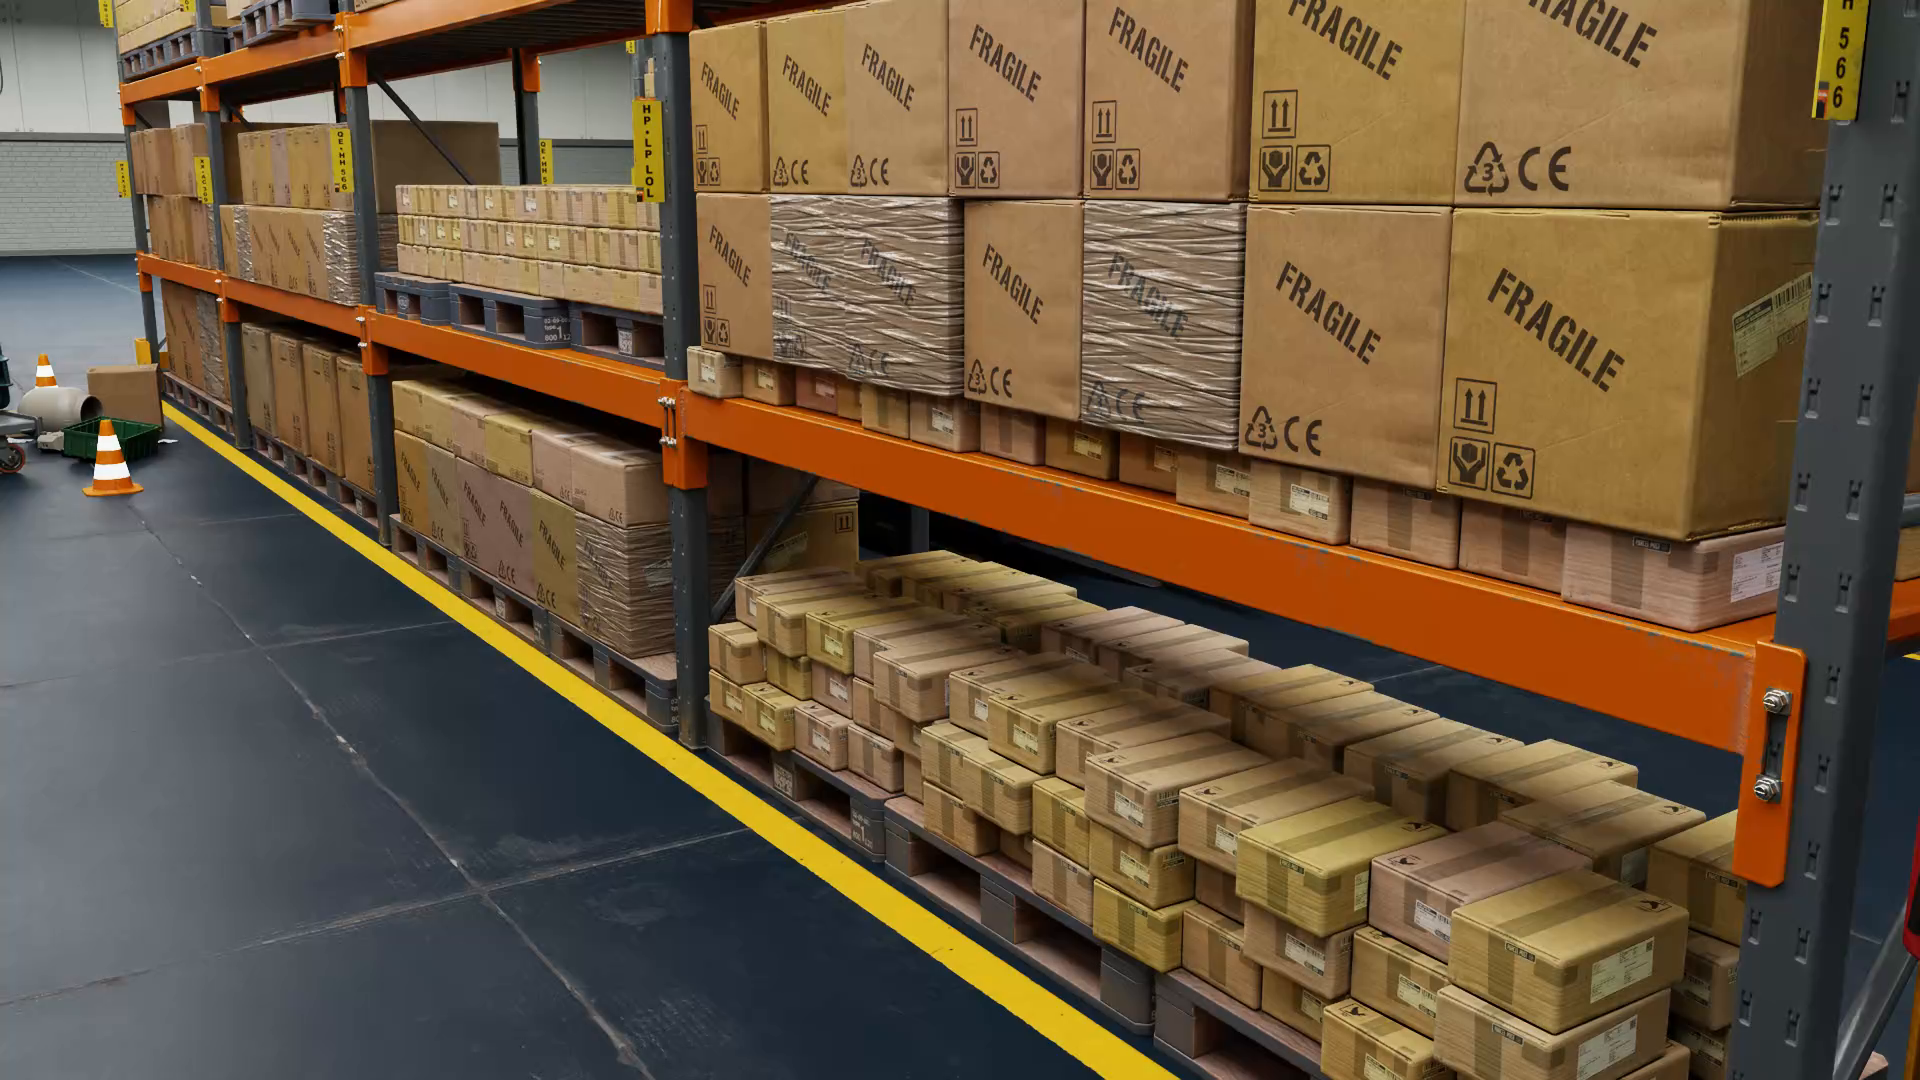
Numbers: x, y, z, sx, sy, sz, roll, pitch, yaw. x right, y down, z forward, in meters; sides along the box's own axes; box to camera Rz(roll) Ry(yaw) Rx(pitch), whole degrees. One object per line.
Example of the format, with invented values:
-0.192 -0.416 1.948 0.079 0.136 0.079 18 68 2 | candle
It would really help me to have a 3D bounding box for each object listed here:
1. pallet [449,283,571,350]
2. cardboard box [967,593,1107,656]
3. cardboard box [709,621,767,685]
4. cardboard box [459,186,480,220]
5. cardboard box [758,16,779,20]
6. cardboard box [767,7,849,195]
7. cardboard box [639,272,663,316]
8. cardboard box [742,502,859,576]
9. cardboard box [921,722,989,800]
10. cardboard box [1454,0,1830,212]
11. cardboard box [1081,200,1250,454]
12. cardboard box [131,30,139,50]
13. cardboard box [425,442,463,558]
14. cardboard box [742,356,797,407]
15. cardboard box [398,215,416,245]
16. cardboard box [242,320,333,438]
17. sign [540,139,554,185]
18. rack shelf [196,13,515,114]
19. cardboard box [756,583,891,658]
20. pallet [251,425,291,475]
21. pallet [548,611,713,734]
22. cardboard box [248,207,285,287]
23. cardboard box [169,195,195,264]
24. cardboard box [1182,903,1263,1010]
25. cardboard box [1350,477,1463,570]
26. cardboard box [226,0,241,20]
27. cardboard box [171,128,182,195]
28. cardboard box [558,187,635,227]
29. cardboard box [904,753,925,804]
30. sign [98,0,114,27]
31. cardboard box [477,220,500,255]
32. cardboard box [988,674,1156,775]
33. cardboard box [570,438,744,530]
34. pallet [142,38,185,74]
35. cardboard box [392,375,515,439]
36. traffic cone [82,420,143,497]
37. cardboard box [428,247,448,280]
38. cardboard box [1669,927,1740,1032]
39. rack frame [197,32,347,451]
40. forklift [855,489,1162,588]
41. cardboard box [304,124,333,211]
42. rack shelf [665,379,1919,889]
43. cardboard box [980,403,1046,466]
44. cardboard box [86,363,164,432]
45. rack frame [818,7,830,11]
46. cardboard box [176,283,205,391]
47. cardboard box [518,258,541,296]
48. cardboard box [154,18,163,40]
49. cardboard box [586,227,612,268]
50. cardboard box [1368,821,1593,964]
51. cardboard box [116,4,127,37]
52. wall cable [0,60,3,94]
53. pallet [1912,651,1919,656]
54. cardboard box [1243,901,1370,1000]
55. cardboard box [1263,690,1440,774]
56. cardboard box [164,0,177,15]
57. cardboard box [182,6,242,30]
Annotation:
-1.651 -1.049 7.587 1.003 0.211 1.213 -8 15 -33 | pallet
0.246 0.290 5.311 0.380 0.149 0.250 -8 14 -31 | cardboard box
-0.631 0.366 5.661 0.380 0.149 0.250 -7 14 -30 | cardboard box
-2.106 -1.571 7.738 0.380 0.149 0.250 -7 14 -30 | cardboard box
-1.959 -5.140 16.723 0.500 0.500 0.500 -8 15 -33 | cardboard box
-0.218 -1.262 4.840 0.500 0.500 0.500 -9 15 -34 | cardboard box
-0.950 -0.908 6.099 0.380 0.149 0.250 -8 15 -34 | cardboard box
-0.754 0.075 6.868 0.500 0.500 0.500 -7 14 -31 | cardboard box
0.116 0.592 4.628 0.380 0.149 0.250 -8 15 -33 | cardboard box
1.190 -0.802 2.736 0.500 0.500 0.500 -8 15 -34 | cardboard box
0.618 -0.492 3.660 0.500 0.500 0.500 -8 15 -33 | cardboard box
-6.870 -4.276 14.242 0.380 0.149 0.250 -8 15 -32 | cardboard box
-2.320 -0.229 8.256 0.500 0.500 0.500 -8 15 -32 | cardboard box
-0.476 -0.530 5.351 0.380 0.149 0.250 -8 14 -31 | cardboard box
-2.681 -1.608 8.603 0.380 0.149 0.250 -7 14 -30 | cardboard box
-4.579 -1.208 12.147 1.050 0.750 0.750 -8 15 -33 | cardboard box
-2.335 -2.083 9.340 0.100 0.325 0.005 -8 15 -33 | sign
-3.890 -2.960 10.537 1.077 0.370 4.000 -8 15 -33 | rack shelf
-0.444 0.260 5.449 0.380 0.149 0.250 -7 14 -30 | cardboard box
-4.507 -0.711 12.118 1.003 0.211 1.213 -8 15 -33 | pallet
-0.998 0.445 6.831 1.003 0.211 1.213 -8 15 -33 | pallet
-4.375 -1.946 11.005 0.500 0.500 0.500 -8 15 -33 | cardboard box
-6.114 -2.626 13.999 0.875 0.550 0.500 -8 15 -33 | cardboard box
0.737 0.918 3.832 0.380 0.149 0.250 -8 15 -32 | cardboard box
0.977 -0.061 3.205 0.380 0.149 0.250 -8 15 -33 | cardboard box
-4.871 -3.718 11.419 0.258 0.266 0.396 -8 15 -34 | cardboard box
-6.060 -3.162 13.919 0.875 0.550 0.500 -8 15 -33 | cardboard box
-1.387 -1.341 6.683 0.380 0.149 0.250 -8 15 -33 | cardboard box
0.058 0.680 4.921 0.380 0.149 0.250 -9 15 -35 | cardboard box
-7.679 -4.779 14.942 0.100 0.325 0.005 -8 15 -33 | sign
-1.966 -1.379 7.556 0.380 0.149 0.250 -8 15 -33 | cardboard box
0.298 0.485 4.420 0.380 0.149 0.250 -8 15 -32 | cardboard box
-1.188 -0.232 6.512 0.500 0.250 0.500 -9 15 -34 | cardboard box
-6.114 -3.987 13.758 1.003 0.211 1.213 -8 15 -33 | pallet
-2.601 -0.689 8.604 0.500 0.250 0.500 -9 15 -35 | cardboard box
-5.512 -0.545 10.770 0.336 0.463 0.334 -8 15 -33 | traffic cone
-2.403 -1.373 8.226 0.380 0.149 0.250 -7 14 -30 | cardboard box
1.574 0.851 3.441 0.380 0.149 0.250 -7 14 -30 | cardboard box
-4.998 -2.201 12.407 1.000 3.000 0.127 -8 15 -33 | rack frame
0.333 -1.318 8.526 1.130 2.935 3.031 -8 14 -31 | forklift
-3.589 -2.289 10.234 0.700 0.500 0.500 -8 15 -34 | cardboard box
0.543 -0.072 4.351 1.077 0.370 4.000 -8 15 -33 | rack shelf
0.277 -0.296 4.283 0.380 0.149 0.250 -7 14 -31 | cardboard box
-6.712 -1.136 13.381 0.500 0.500 0.500 -5 13 -23 | cardboard box
-0.813 -5.701 14.369 1.000 3.000 0.127 -8 15 -33 | rack frame
-6.294 -1.811 14.612 0.875 0.875 0.875 -8 15 -34 | cardboard box
-1.675 -1.140 7.157 0.380 0.149 0.250 -7 14 -30 | cardboard box
-6.173 -4.051 13.216 0.380 0.149 0.250 -8 15 -33 | cardboard box
-1.232 -1.145 6.485 0.380 0.149 0.250 -7 14 -30 | cardboard box
1.055 0.714 3.373 0.380 0.149 0.250 -8 15 -32 | cardboard box
-7.160 -4.588 14.737 0.500 0.250 0.500 -8 15 -33 | cardboard box
-25.014 -13.219 40.786 2.305 6.003 0.169 -8 15 -33 | wall cable
4.656 0.376 7.148 1.003 0.211 1.213 -8 15 -33 | pallet
0.832 0.823 3.572 0.380 0.149 0.250 -9 15 -35 | cardboard box
1.006 0.517 4.275 0.380 0.149 0.250 -7 14 -31 | cardboard box
-5.764 -4.140 12.688 0.500 0.250 0.500 -8 15 -33 | cardboard box
-5.466 -3.825 12.181 0.380 0.149 0.250 -8 15 -33 | cardboard box
